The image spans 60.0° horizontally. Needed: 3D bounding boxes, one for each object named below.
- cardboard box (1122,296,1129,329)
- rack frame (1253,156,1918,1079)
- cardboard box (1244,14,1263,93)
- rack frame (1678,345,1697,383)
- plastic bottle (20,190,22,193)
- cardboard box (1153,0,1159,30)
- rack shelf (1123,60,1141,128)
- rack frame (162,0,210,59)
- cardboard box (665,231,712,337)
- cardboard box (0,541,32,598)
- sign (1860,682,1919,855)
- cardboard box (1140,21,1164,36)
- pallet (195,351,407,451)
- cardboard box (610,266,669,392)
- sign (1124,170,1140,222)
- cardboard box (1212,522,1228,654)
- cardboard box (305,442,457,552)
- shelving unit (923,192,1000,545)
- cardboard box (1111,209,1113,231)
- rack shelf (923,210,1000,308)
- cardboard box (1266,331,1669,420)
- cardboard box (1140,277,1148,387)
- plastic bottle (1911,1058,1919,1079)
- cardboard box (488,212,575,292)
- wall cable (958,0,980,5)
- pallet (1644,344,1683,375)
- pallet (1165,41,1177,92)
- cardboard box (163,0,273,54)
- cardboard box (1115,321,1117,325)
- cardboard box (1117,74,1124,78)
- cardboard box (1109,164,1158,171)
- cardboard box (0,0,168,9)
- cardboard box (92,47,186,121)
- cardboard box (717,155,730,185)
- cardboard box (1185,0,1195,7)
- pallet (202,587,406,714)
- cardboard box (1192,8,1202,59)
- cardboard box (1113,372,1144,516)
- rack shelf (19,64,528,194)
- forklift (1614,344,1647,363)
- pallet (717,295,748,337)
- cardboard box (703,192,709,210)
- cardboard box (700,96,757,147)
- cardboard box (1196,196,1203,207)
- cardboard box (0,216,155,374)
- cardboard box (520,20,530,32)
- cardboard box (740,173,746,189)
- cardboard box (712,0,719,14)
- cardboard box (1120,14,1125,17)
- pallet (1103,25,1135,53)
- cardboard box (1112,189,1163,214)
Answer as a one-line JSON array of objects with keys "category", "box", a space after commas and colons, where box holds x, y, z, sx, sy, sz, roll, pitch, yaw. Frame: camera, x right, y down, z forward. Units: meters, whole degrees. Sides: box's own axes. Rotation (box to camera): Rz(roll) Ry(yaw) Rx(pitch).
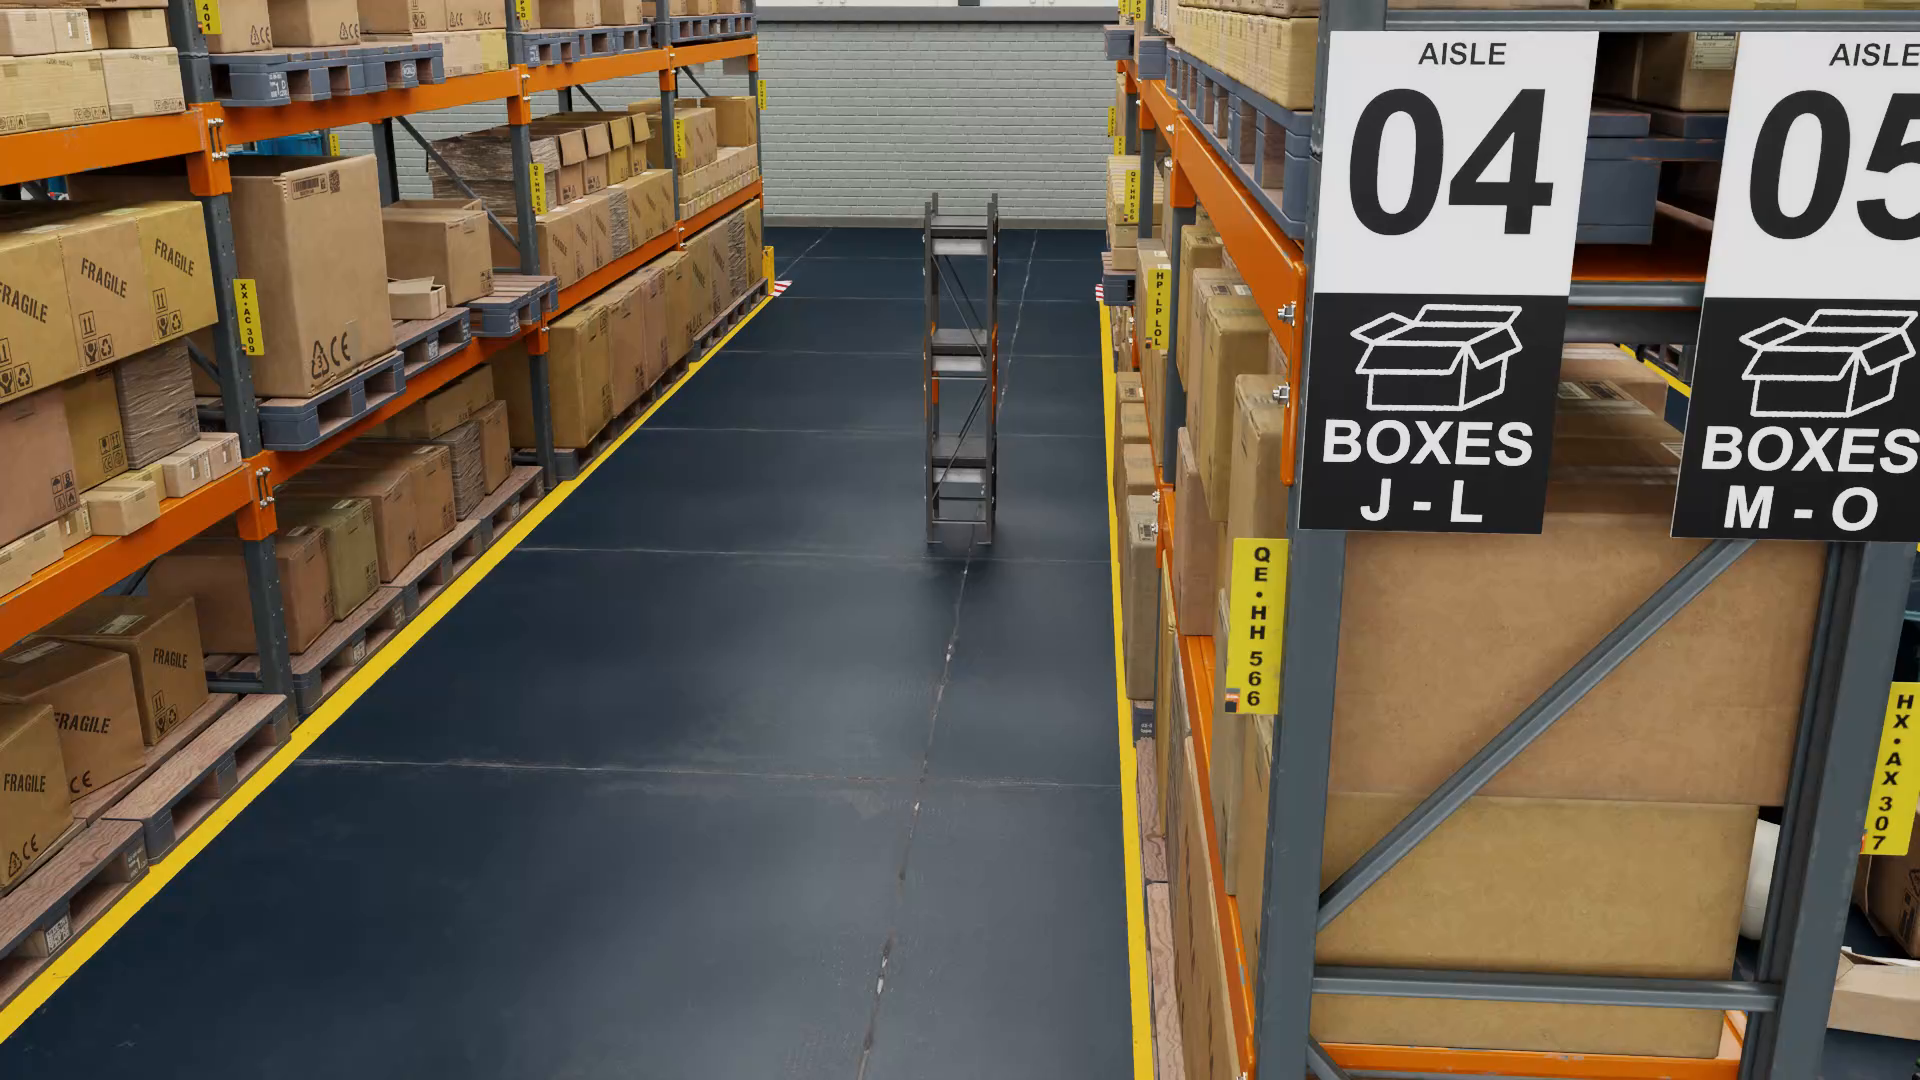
[{"category": "cardboard box", "box": [1.568, -1.874, 13.460, 0.500, 0.250, 0.500, 2, 18, 5]}, {"category": "rack frame", "box": [1.060, 0.832, 3.066, 1.000, 3.000, 0.127, 1, 18, 4]}, {"category": "cardboard box", "box": [0.782, -0.990, 3.377, 0.380, 0.149, 0.250, 2, 18, 5]}, {"category": "rack frame", "box": [6.865, -2.816, 14.198, 1.000, 3.000, 0.127, 1, 18, 4]}, {"category": "plastic bottle", "box": [-8.412, -2.988, 14.911, 0.061, 0.283, 0.133, 1, 18, 4]}, {"category": "cardboard box", "box": [1.362, -3.063, 9.443, 0.500, 0.311, 0.500, 1, 18, 4]}, {"category": "rack shelf", "box": [1.777, -3.357, 12.189, 1.077, 0.370, 4.000, 1, 18, 4]}, {"category": "rack frame", "box": [-3.593, -3.403, 6.357, 1.000, 3.000, 0.127, 1, 18, 4]}, {"category": "cardboard box", "box": [-2.893, -2.430, 15.759, 0.875, 0.875, 0.875, 1, 18, 4]}, {"category": "cardboard box", "box": [-3.438, 0.106, 5.685, 0.380, 0.149, 0.250, 1, 18, 4]}, {"category": "sign", "box": [1.613, 0.397, 2.875, 0.100, 0.325, 0.005, 1, 18, 4]}, {"category": "cardboard box", "box": [1.421, -3.308, 10.725, 0.500, 0.500, 0.500, 1, 18, 4]}, {"category": "pallet", "box": [-3.394, -0.695, 8.035, 1.003, 0.211, 1.213, 1, 18, 4]}, {"category": "cardboard box", "box": [-3.109, -1.750, 13.684, 1.225, 0.875, 0.875, 1, 18, 2]}, {"category": "sign", "box": [1.091, -2.174, 10.509, 0.100, 0.325, 0.005, 1, 18, 4]}, {"category": "cardboard box", "box": [1.221, 0.137, 4.947, 0.875, 0.550, 0.500, 1, 18, 4]}, {"category": "cardboard box", "box": [-3.396, -0.258, 9.702, 0.700, 0.500, 0.500, 3, 18, 9]}, {"category": "shelving unit", "box": [0.012, -1.049, 10.253, 0.431, 2.100, 0.503, 1, 18, 4]}, {"category": "cardboard box", "box": [1.267, -2.280, 11.815, 0.380, 0.149, 0.250, 1, 18, 4]}, {"category": "rack shelf", "box": [0.012, -1.701, 10.039, 0.431, 0.518, 0.480, 1, 18, 4]}, {"category": "cardboard box", "box": [1.248, -0.210, 4.273, 0.875, 0.550, 0.550, 1, 18, 4]}, {"category": "cardboard box", "box": [1.224, -1.097, 8.794, 0.500, 0.500, 0.500, 1, 18, 3]}, {"category": "plastic bottle", "box": [3.048, 1.701, 5.135, 0.133, 0.061, 0.283, -5, 19, -15]}, {"category": "cardboard box", "box": [-3.000, -1.987, 11.509, 0.500, 0.500, 0.500, 2, 18, 6]}, {"category": "wall cable", "box": [1.110, -10.338, 22.355, 2.277, 5.999, 0.120, 1, 18, 4]}, {"category": "pallet", "box": [6.997, -1.725, 15.348, 1.003, 0.211, 1.213, 1, 18, 4]}, {"category": "pallet", "box": [1.563, -2.440, 8.537, 1.003, 0.211, 1.213, 2, 18, 6]}, {"category": "cardboard box", "box": [-3.461, -2.370, 7.181, 0.797, 0.503, 0.637, 0, 18, 1]}, {"category": "cardboard box", "box": [1.665, -2.031, 15.709, 0.380, 0.149, 0.250, 1, 18, 2]}, {"category": "cardboard box", "box": [1.910, -4.668, 17.606, 0.500, 0.500, 0.500, 1, 18, 4]}, {"category": "cardboard box", "box": [1.378, -2.902, 13.235, 0.380, 0.149, 0.250, 1, 18, 3]}, {"category": "cardboard box", "box": [-3.371, -2.259, 6.240, 0.500, 0.500, 0.500, 1, 18, 2]}, {"category": "cardboard box", "box": [-3.366, -1.759, 6.397, 0.500, 0.250, 0.500, 2, 18, 6]}, {"category": "cardboard box", "box": [-2.610, -3.715, 16.707, 0.500, 0.250, 0.500, 1, 18, 4]}, {"category": "cardboard box", "box": [0.998, -1.850, 5.363, 0.500, 0.250, 0.500, 1, 18, 3]}, {"category": "pallet", "box": [-3.539, 0.531, 8.463, 1.003, 0.211, 1.213, 1, 18, 4]}, {"category": "cardboard box", "box": [0.910, -1.542, 5.062, 0.380, 0.149, 0.250, 1, 18, 3]}, {"category": "cardboard box", "box": [1.500, -0.596, 10.362, 1.050, 0.750, 0.750, 1, 18, 3]}, {"category": "rack shelf", "box": [-3.450, -2.257, 8.832, 1.077, 0.370, 4.000, 1, 18, 4]}, {"category": "forklift", "box": [3.623, -1.478, 10.228, 1.130, 2.935, 3.031, 1, 18, 2]}, {"category": "pallet", "box": [-2.803, -2.326, 17.183, 1.003, 0.211, 1.213, 1, 18, 4]}, {"category": "cardboard box", "box": [-2.613, -3.247, 15.919, 0.380, 0.149, 0.250, 1, 18, 2]}, {"category": "cardboard box", "box": [-2.506, -4.548, 18.046, 0.500, 0.500, 0.500, 2, 18, 5]}, {"category": "cardboard box", "box": [1.448, -1.404, 8.124, 0.700, 0.500, 0.500, 1, 18, 4]}, {"category": "cardboard box", "box": [-3.386, -0.915, 6.154, 0.500, 0.500, 0.500, 1, 18, 4]}, {"category": "cardboard box", "box": [-3.335, -3.660, 11.117, 0.797, 0.503, 0.637, 2, 18, 7]}, {"category": "cardboard box", "box": [-2.485, -3.805, 17.622, 0.380, 0.149, 0.250, 2, 18, 5]}, {"category": "cardboard box", "box": [-2.878, -5.664, 17.080, 0.700, 0.500, 0.500, 1, 18, 2]}, {"category": "cardboard box", "box": [1.797, -5.122, 15.859, 0.500, 0.250, 0.500, 1, 18, 2]}, {"category": "pallet", "box": [1.769, -4.042, 13.424, 1.213, 0.211, 1.003, 1, 18, 4]}, {"category": "cardboard box", "box": [1.250, -2.337, 11.512, 0.380, 0.149, 0.250, 2, 18, 6]}]
